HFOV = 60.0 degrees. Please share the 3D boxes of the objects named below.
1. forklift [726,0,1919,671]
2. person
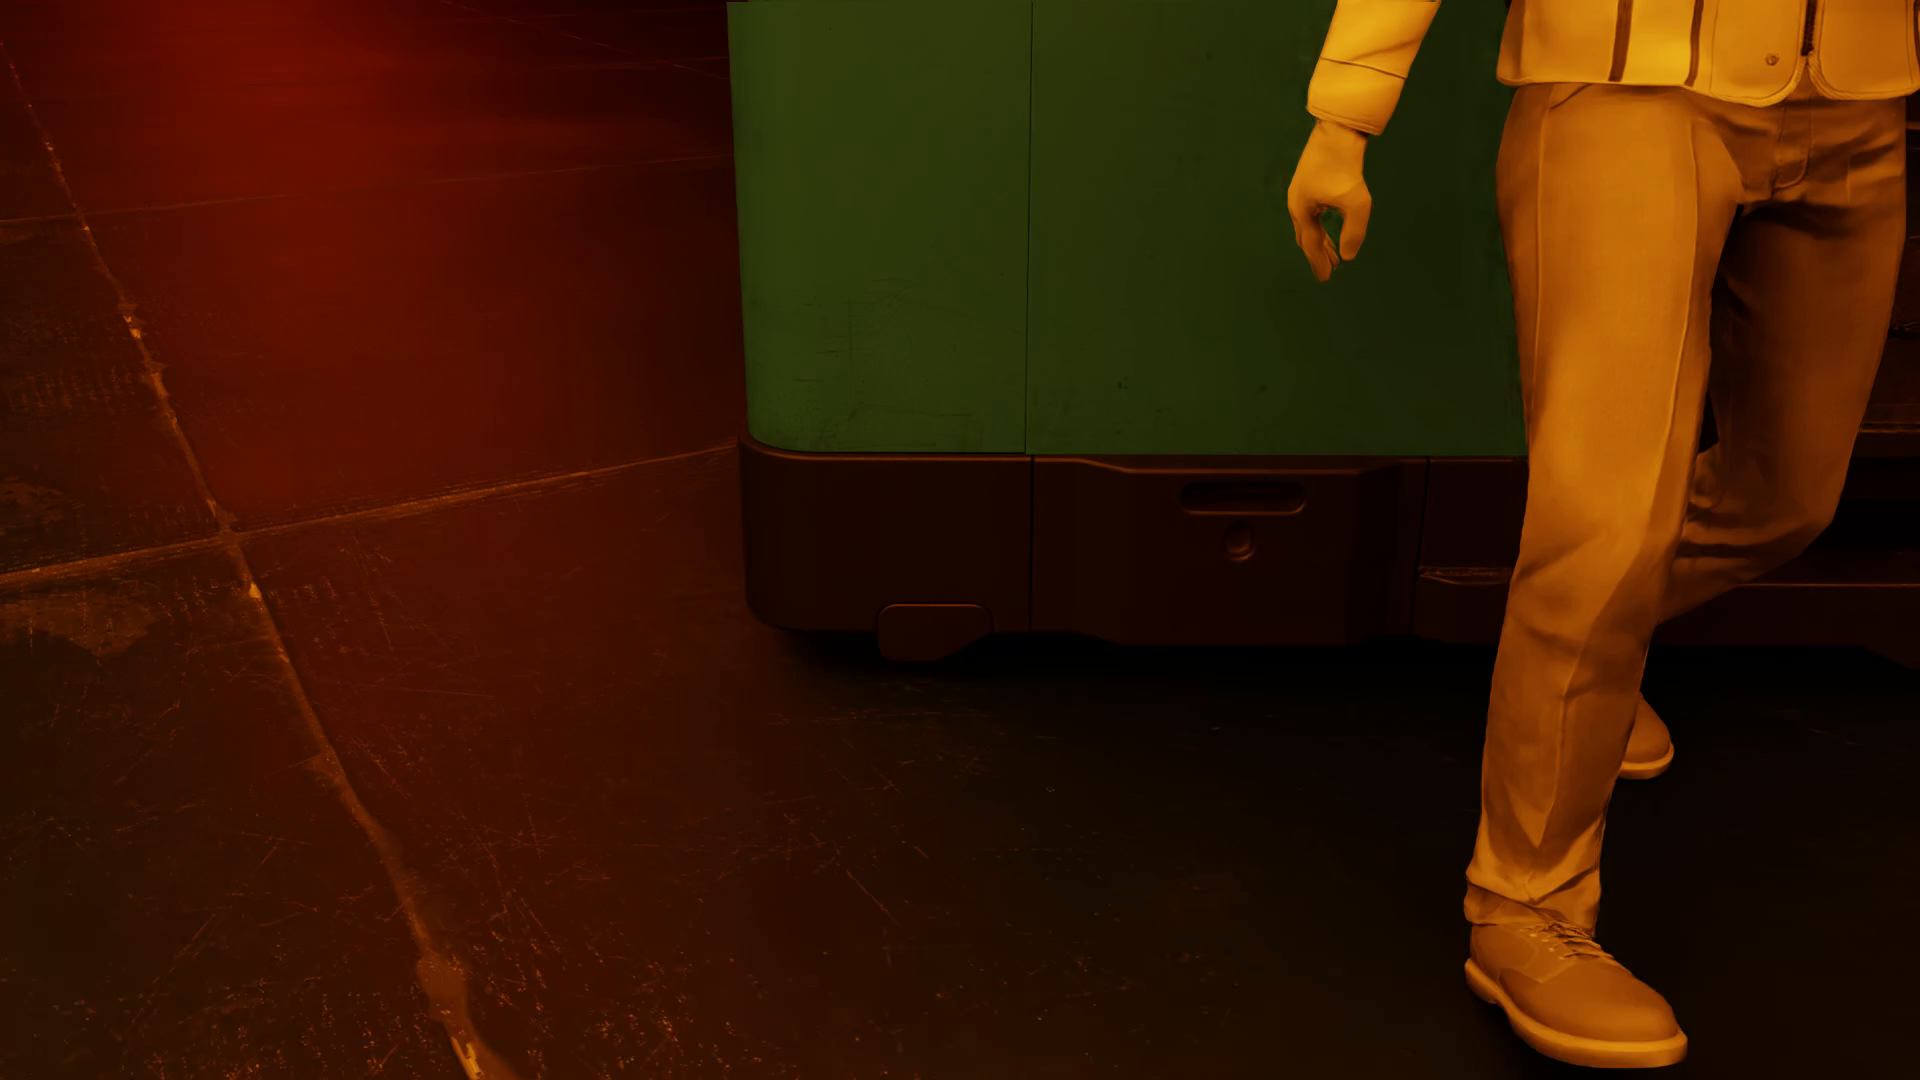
[{"bbox_3d":[1.232,-1.362,2.094,3.031,2.935,1.130,0,22,1],"label":"forklift"},{"bbox_3d":[0.616,-0.369,1.469,0.614,1.582,0.790,-5,23,-12],"label":"person"}]
